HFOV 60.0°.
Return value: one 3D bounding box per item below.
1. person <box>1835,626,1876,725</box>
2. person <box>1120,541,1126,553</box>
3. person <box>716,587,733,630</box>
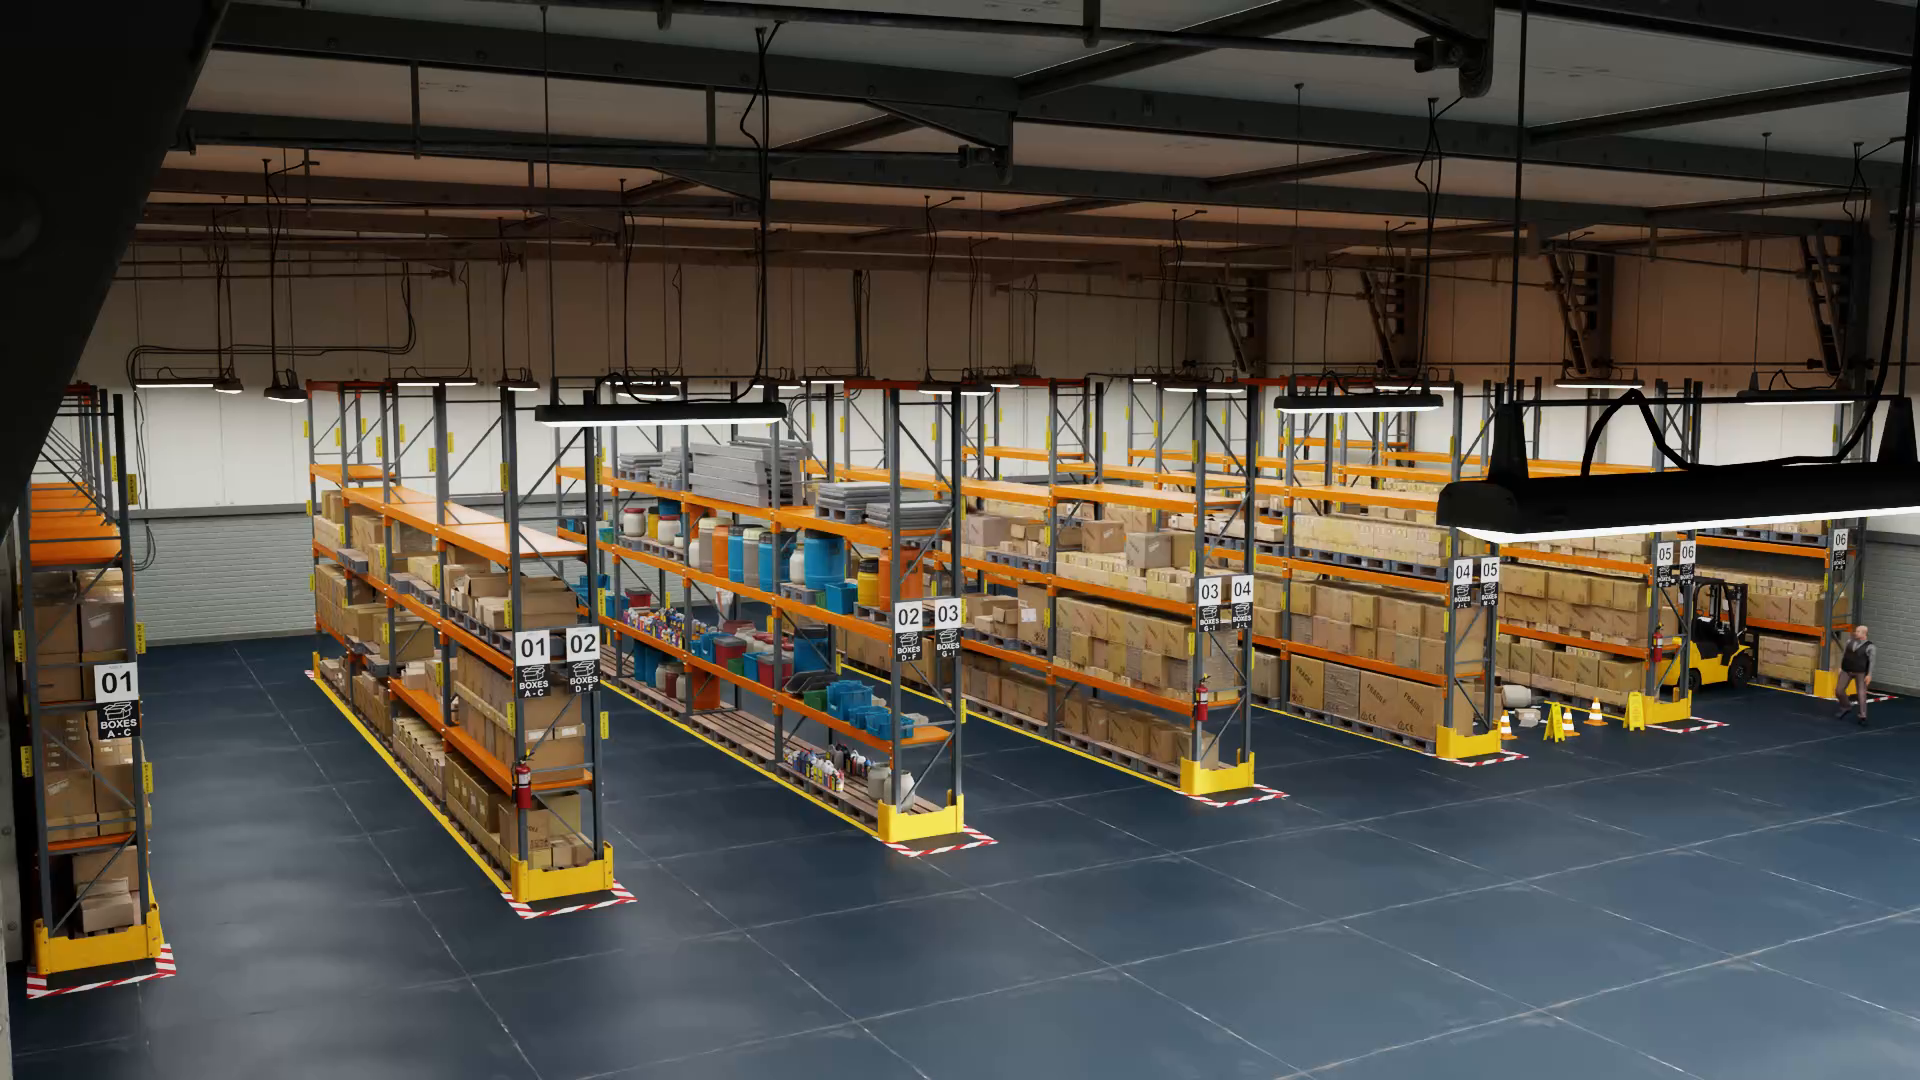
[{"bbox_3d":[15.791,2.356,29.303,0.616,1.722,0.454,6,8,44],"label":"person"},{"bbox_3d":[4.607,0.687,45.363,0.715,1.636,0.474,-6,8,-43],"label":"person"},{"bbox_3d":[-5.368,1.441,37.729,0.435,1.777,0.604,0,6,-4],"label":"person"}]
